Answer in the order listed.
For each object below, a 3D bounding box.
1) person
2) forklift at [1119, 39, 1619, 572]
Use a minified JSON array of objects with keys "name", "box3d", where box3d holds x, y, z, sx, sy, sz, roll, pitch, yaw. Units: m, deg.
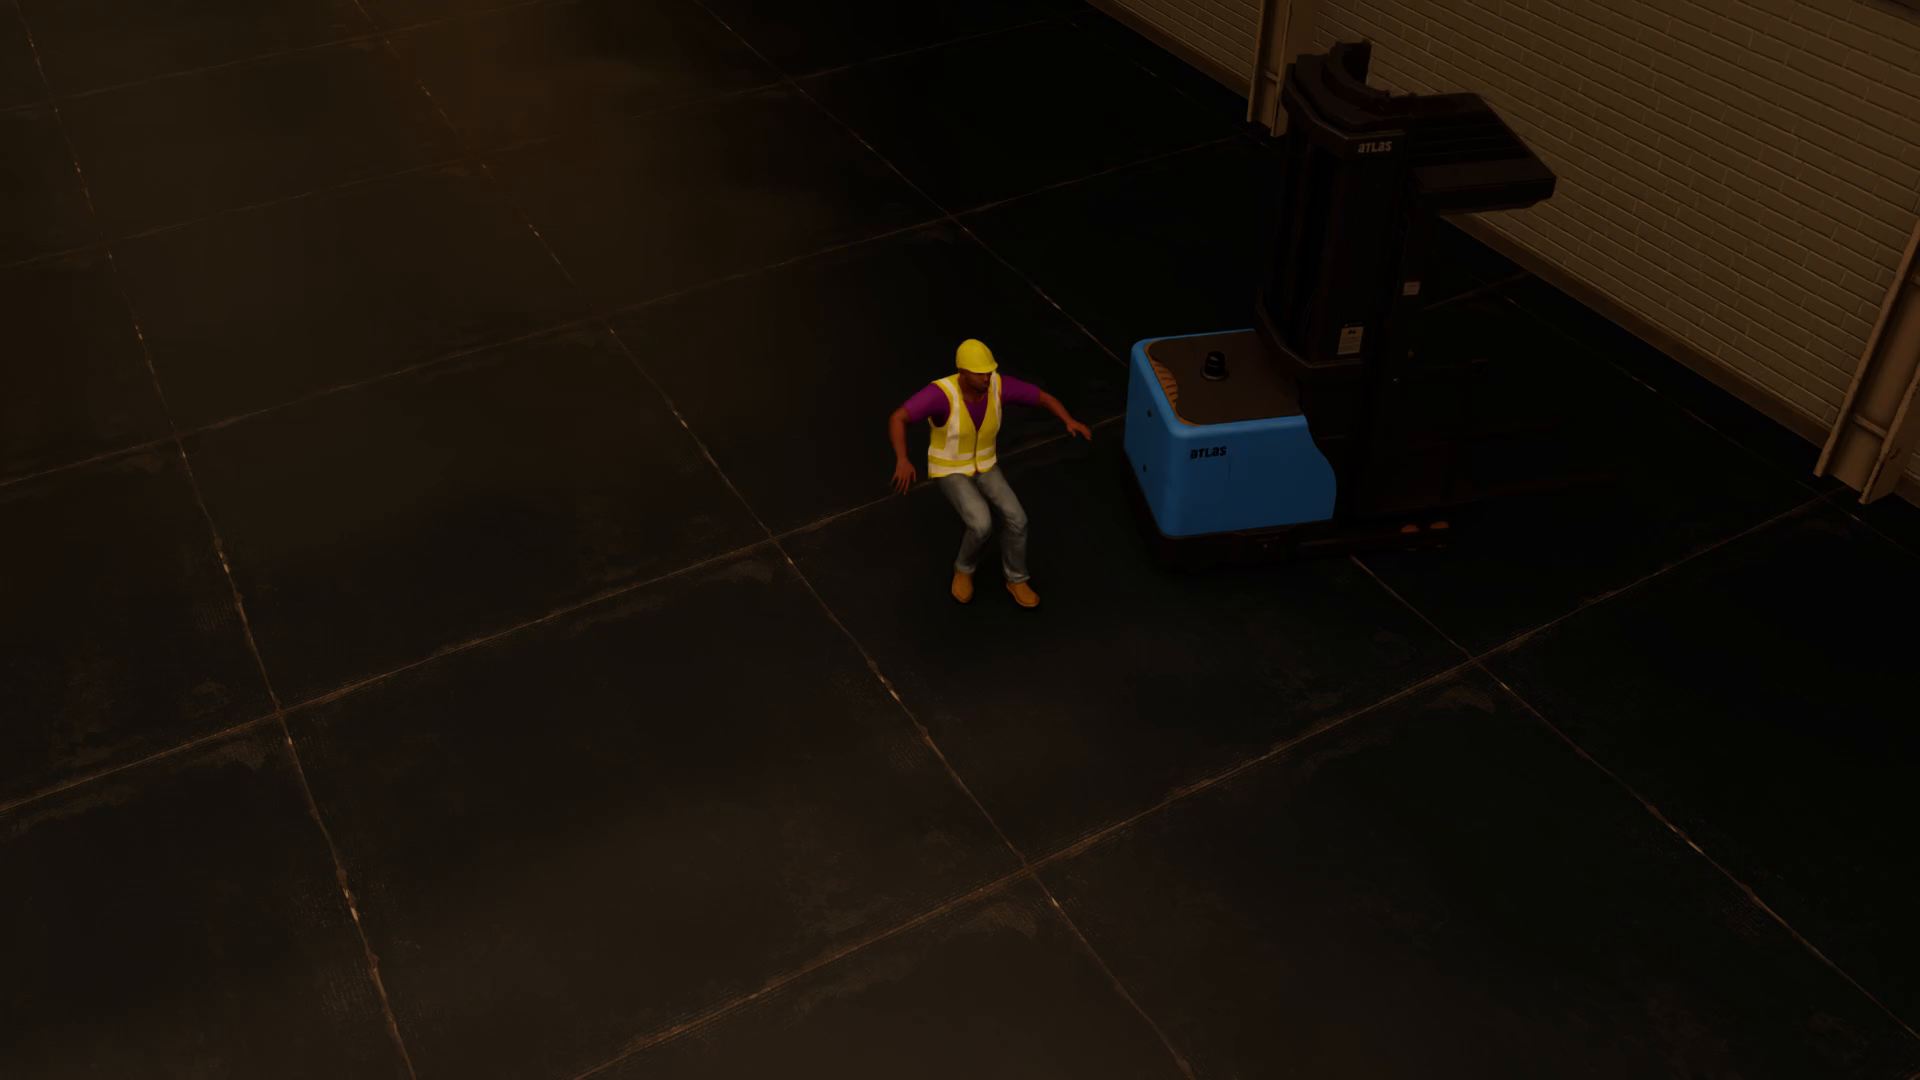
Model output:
[{"name":"person","box3d":[0.138,-0.355,9.570,1.125,1.533,0.872,-25,46,-27]},{"name":"forklift","box3d":[2.594,-1.386,9.707,3.031,2.935,1.130,-7,40,-8]}]
